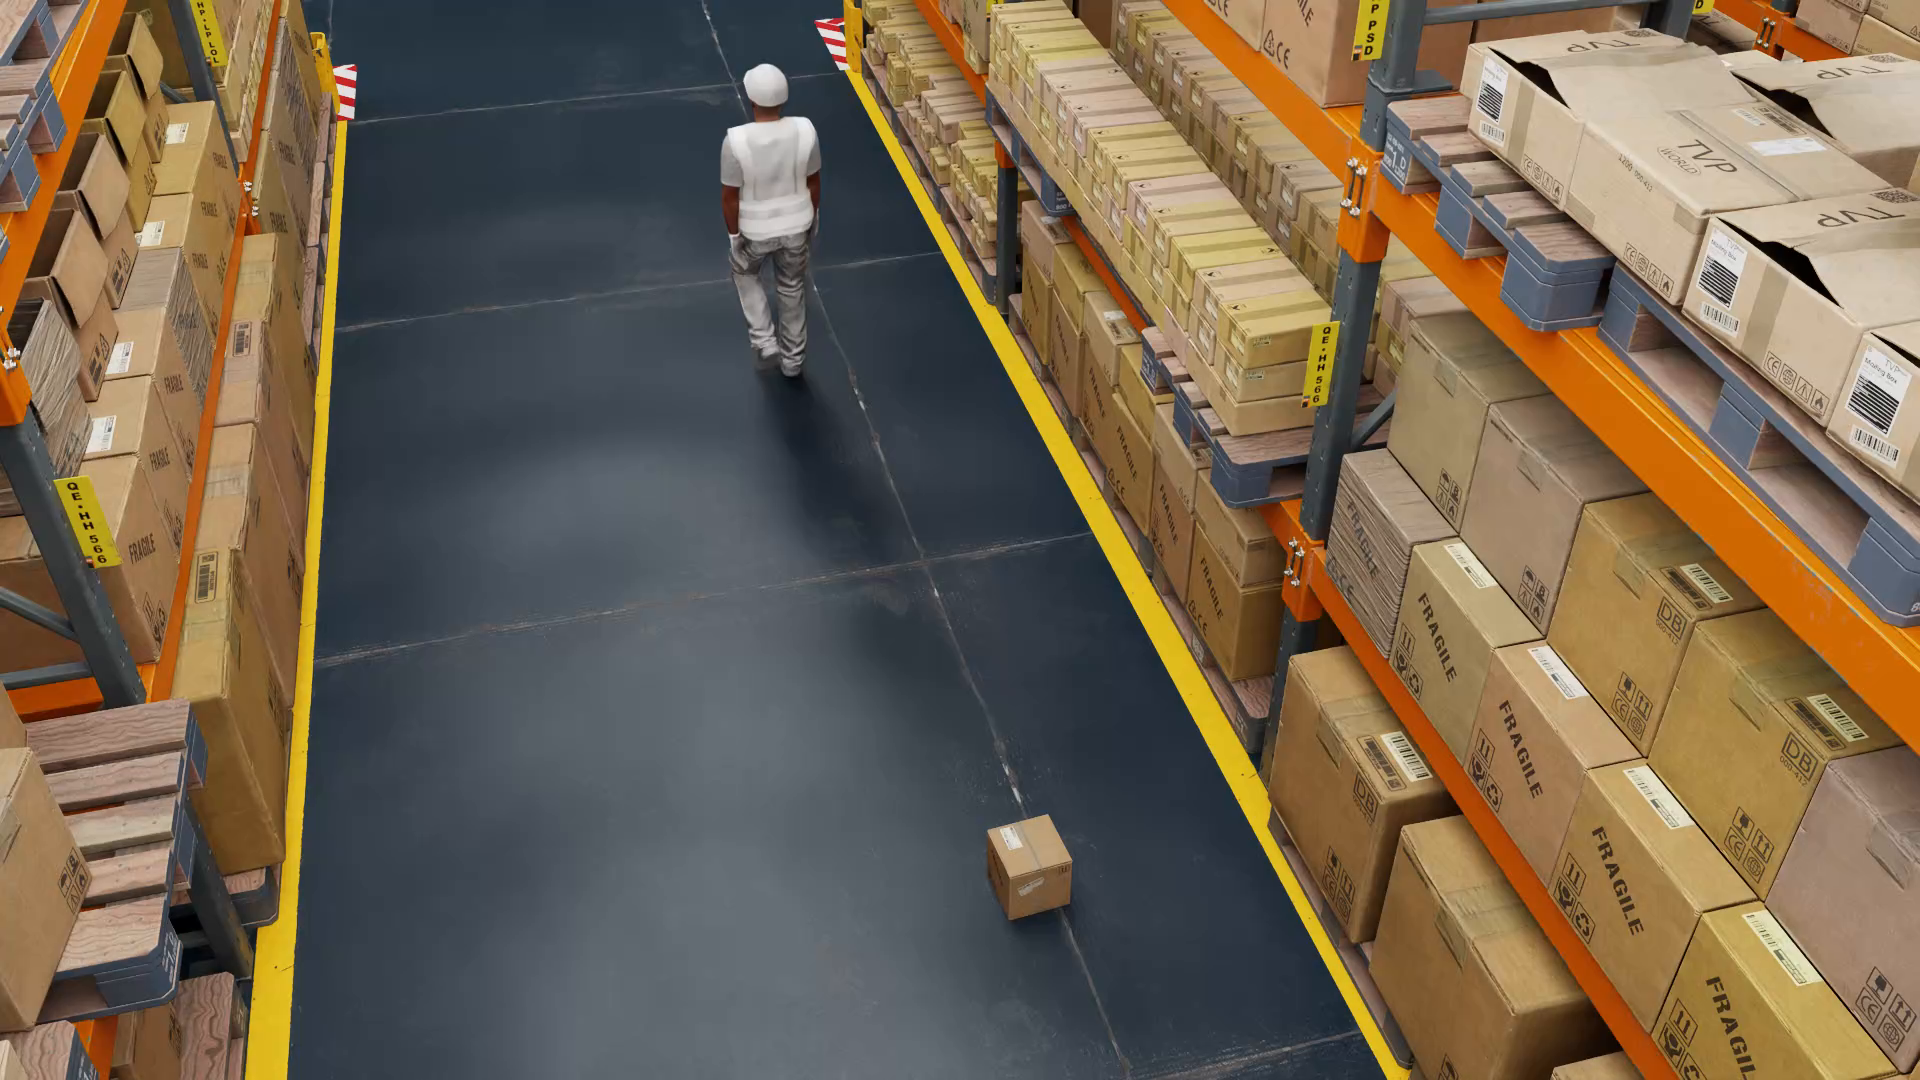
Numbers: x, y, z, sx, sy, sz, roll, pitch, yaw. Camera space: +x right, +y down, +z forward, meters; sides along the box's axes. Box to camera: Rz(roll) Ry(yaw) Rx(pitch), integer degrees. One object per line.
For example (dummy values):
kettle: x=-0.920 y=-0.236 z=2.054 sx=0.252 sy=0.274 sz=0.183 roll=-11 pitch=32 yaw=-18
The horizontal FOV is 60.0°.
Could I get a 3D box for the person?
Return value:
person: x=-0.997 y=-1.689 z=8.837 sx=0.545 sy=1.777 sz=0.471 roll=-11 pitch=39 yaw=-14
